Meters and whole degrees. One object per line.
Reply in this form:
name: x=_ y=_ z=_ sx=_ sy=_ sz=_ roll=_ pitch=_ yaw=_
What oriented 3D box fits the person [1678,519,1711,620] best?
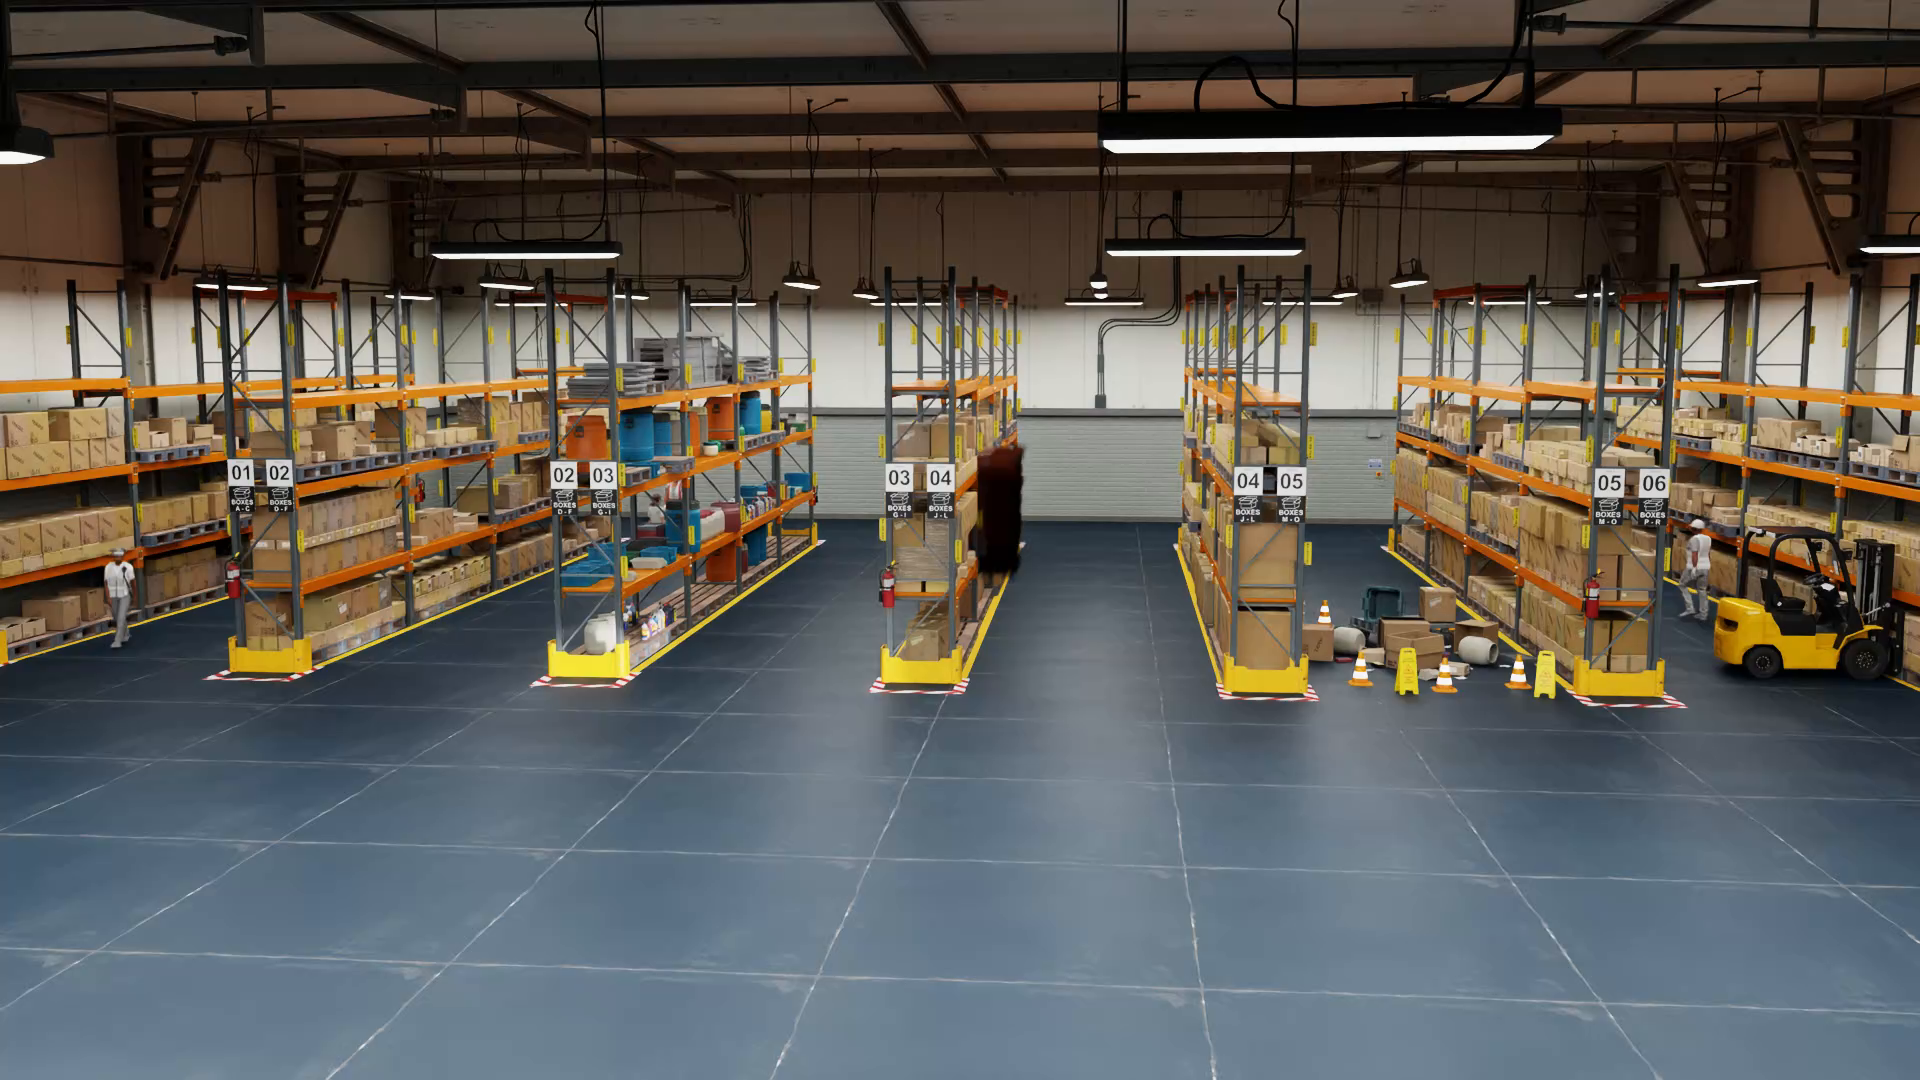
person: x=13.136 y=0.519 z=29.551 sx=0.538 sy=1.757 sz=0.527 roll=-2 pitch=7 yaw=-14

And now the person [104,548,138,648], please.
person: x=-13.665 y=0.919 z=27.007 sx=0.446 sy=1.592 sz=0.993 roll=-1 pitch=7 yaw=-10

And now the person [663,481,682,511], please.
person: x=-6.984 y=-0.815 z=40.576 sx=0.658 sy=1.724 sz=1.034 roll=1 pitch=7 yaw=6

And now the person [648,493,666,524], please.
person: x=-6.537 y=-0.168 z=35.815 sx=0.480 sy=1.671 sz=0.502 roll=5 pitch=8 yaw=33
